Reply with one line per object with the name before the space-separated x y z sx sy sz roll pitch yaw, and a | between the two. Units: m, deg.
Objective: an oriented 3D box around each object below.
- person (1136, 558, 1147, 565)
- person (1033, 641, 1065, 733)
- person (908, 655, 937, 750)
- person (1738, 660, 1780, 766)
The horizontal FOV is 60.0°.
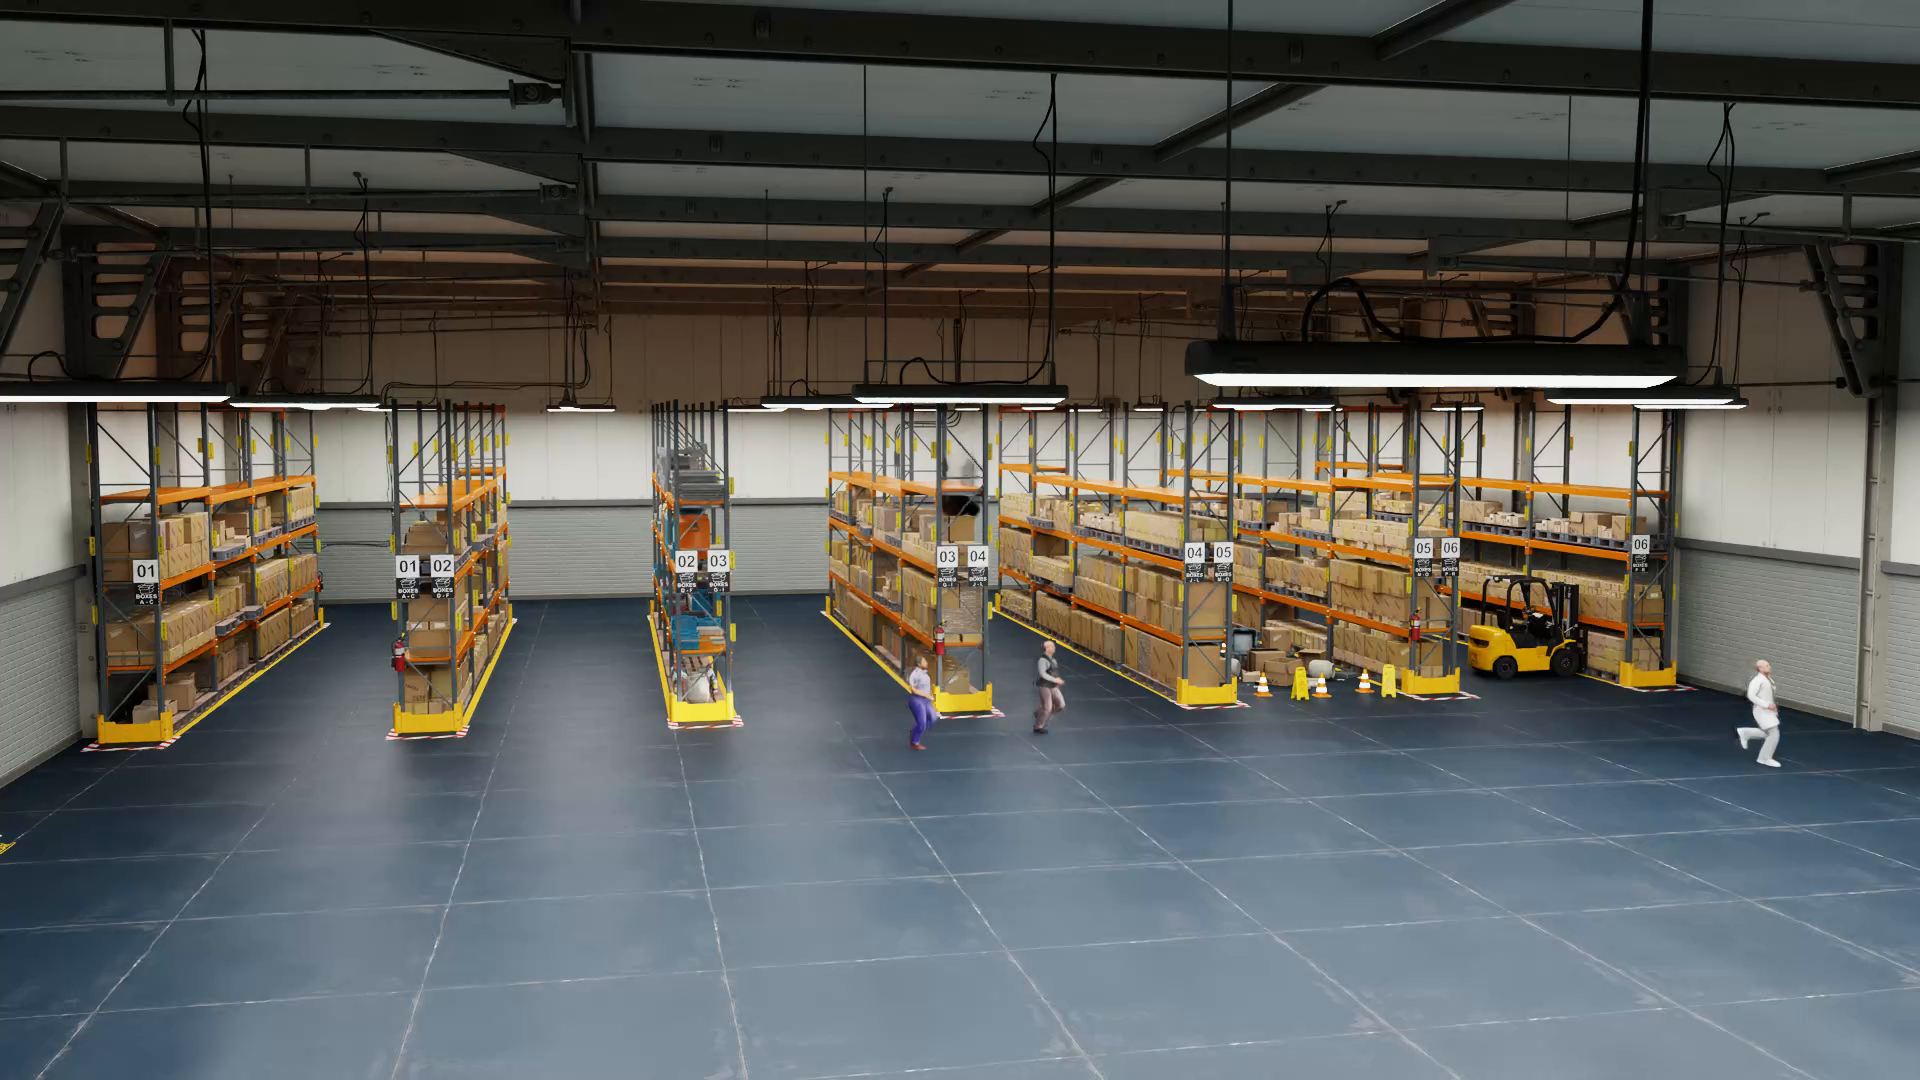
person | 5.560 1.023 50.972 0.730 1.720 0.709 0 4 -2
person | 1.621 2.635 29.815 0.651 1.675 0.642 2 5 28
person | -0.653 2.783 28.437 0.513 1.602 0.611 2 5 20
person | 13.141 2.824 27.316 0.711 1.725 0.722 3 6 39
